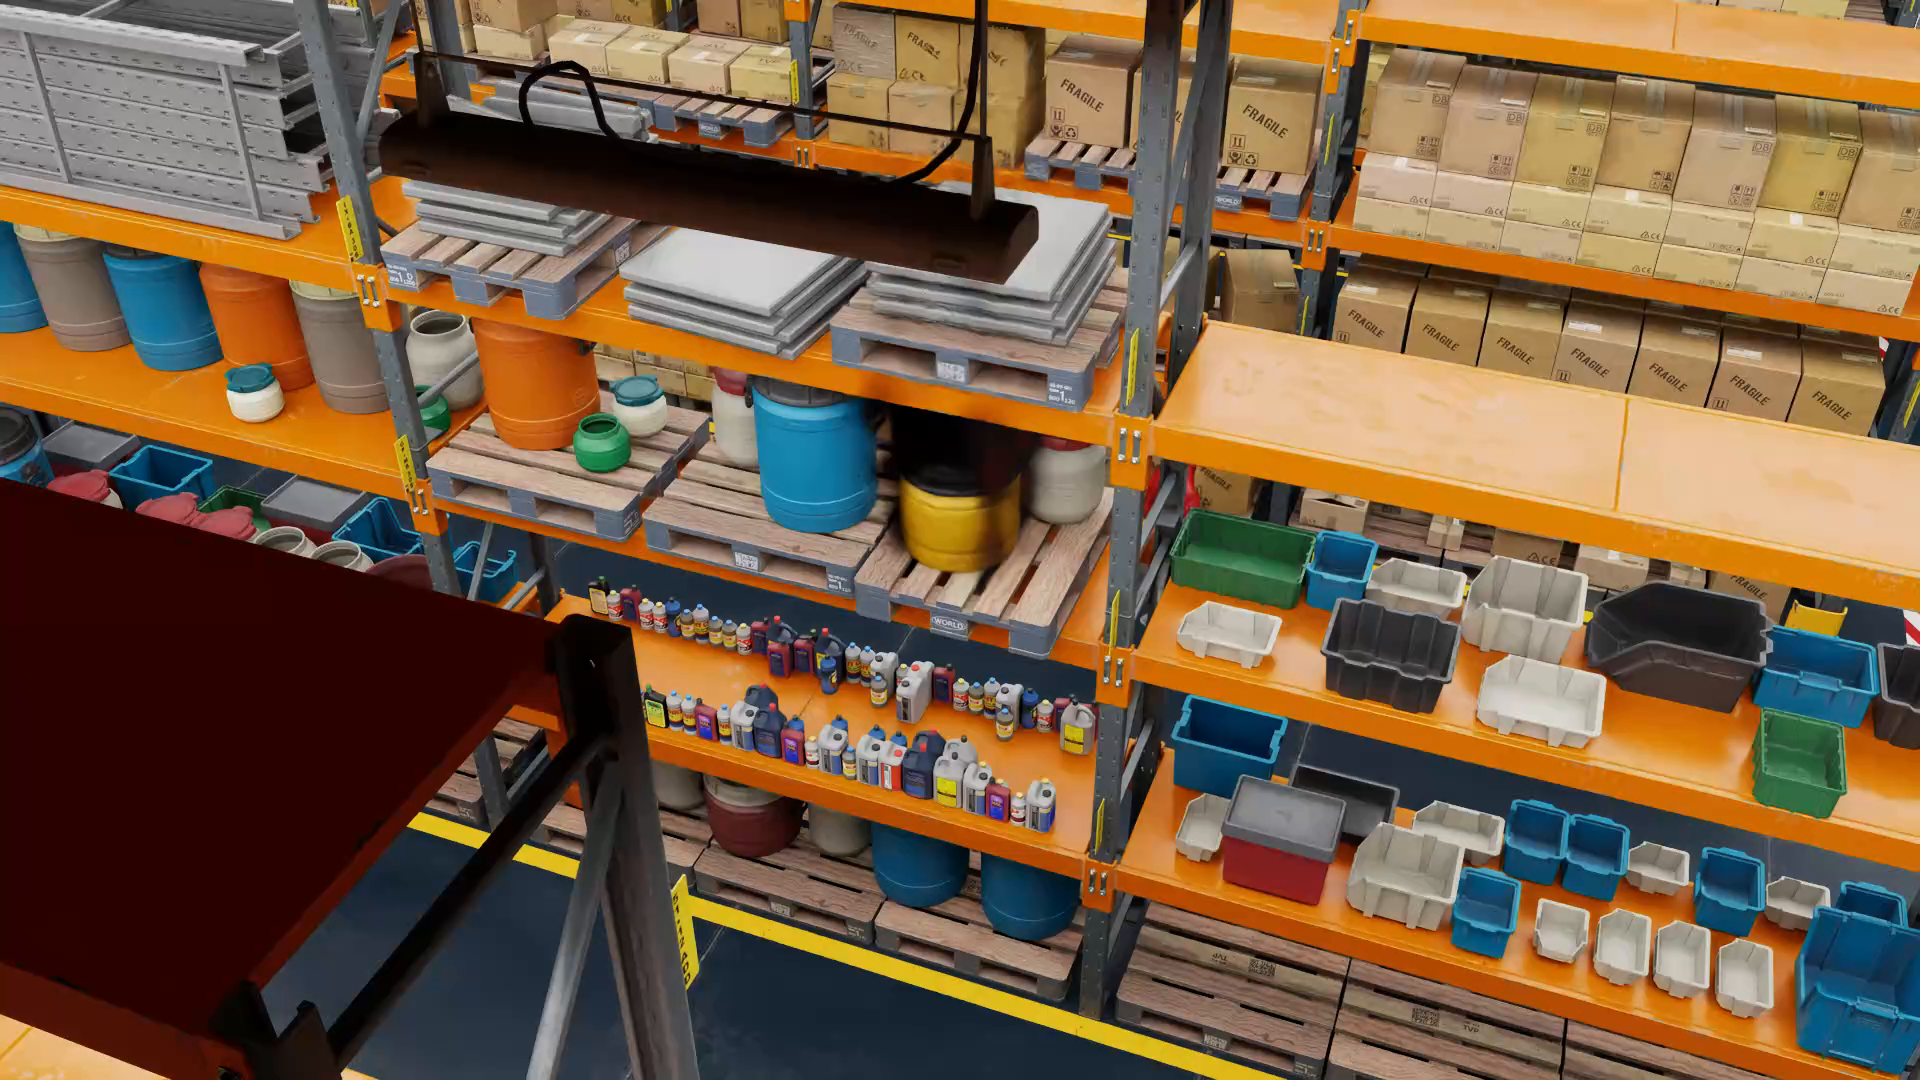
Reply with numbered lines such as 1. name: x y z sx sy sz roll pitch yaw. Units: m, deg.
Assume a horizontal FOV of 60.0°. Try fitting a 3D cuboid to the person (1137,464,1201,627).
1. person: 1.371 -0.037 11.571 0.587 1.749 0.652 8 37 11
